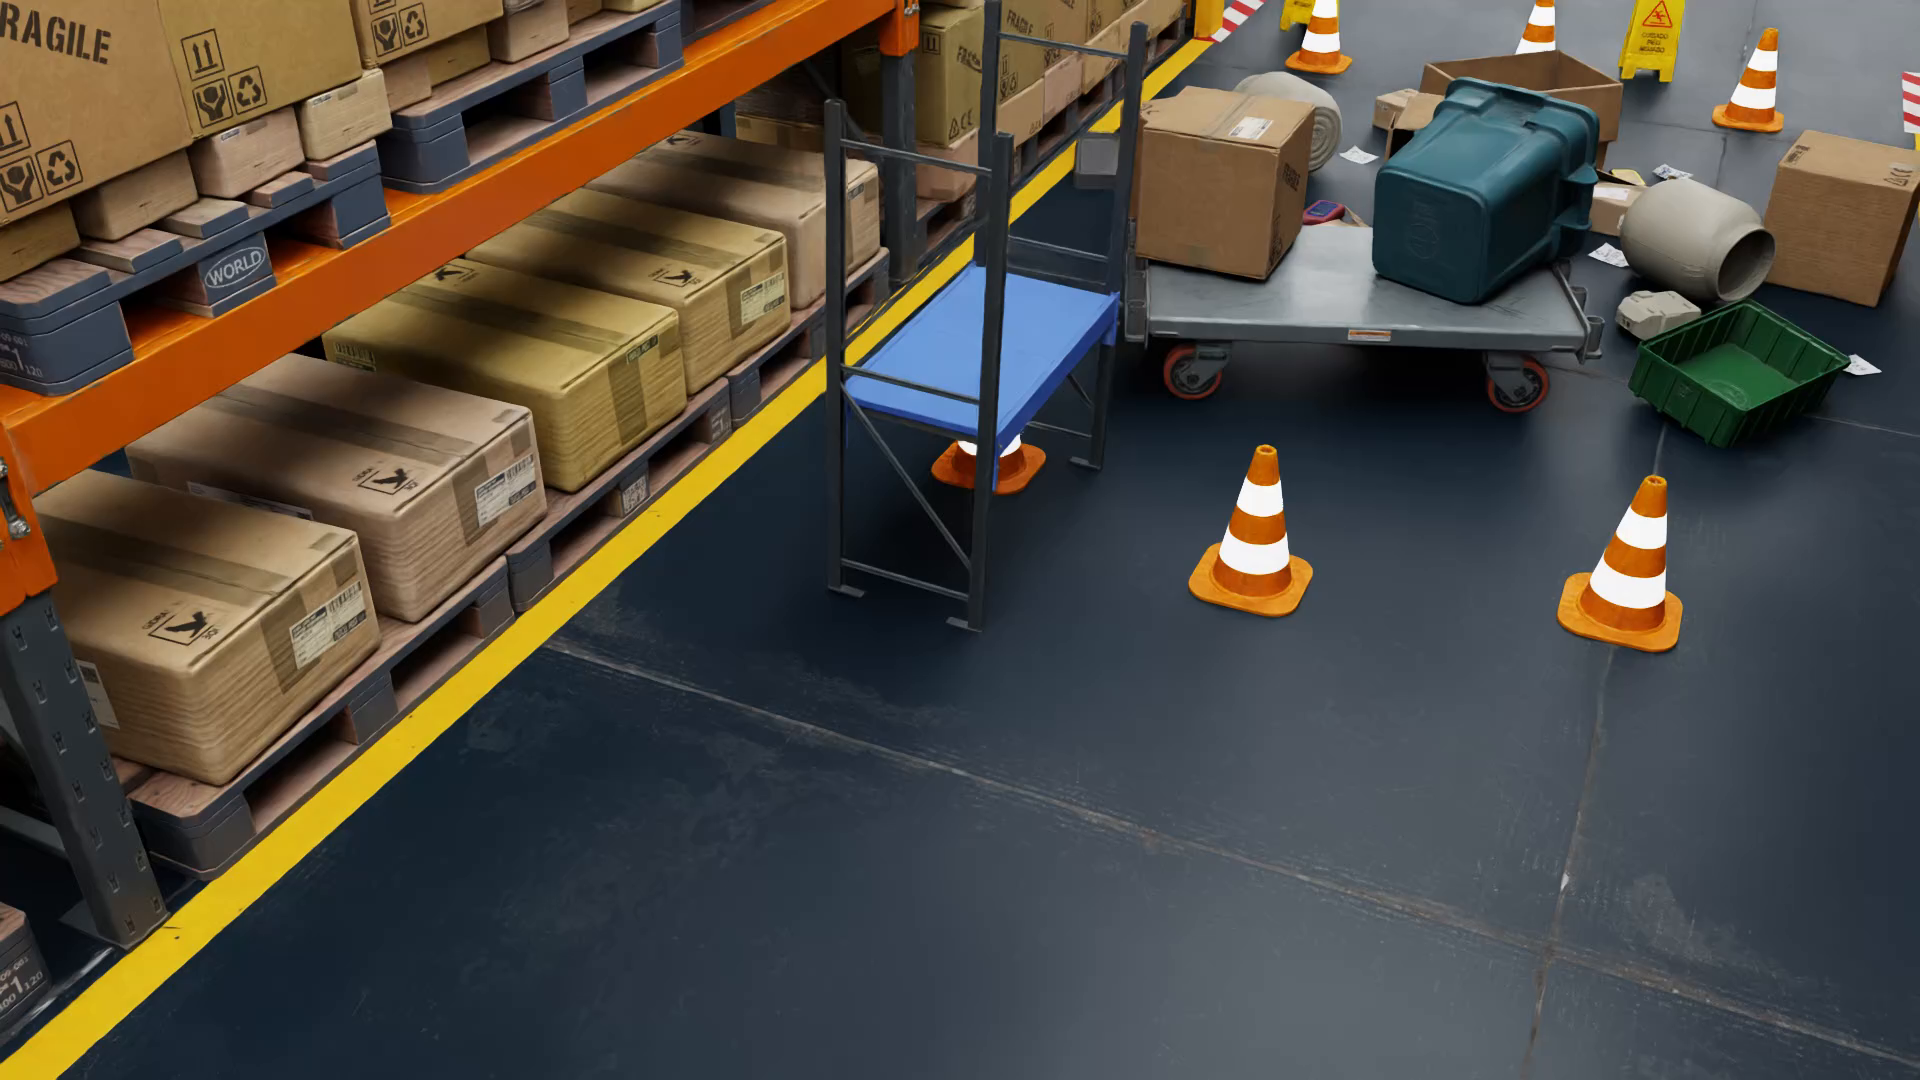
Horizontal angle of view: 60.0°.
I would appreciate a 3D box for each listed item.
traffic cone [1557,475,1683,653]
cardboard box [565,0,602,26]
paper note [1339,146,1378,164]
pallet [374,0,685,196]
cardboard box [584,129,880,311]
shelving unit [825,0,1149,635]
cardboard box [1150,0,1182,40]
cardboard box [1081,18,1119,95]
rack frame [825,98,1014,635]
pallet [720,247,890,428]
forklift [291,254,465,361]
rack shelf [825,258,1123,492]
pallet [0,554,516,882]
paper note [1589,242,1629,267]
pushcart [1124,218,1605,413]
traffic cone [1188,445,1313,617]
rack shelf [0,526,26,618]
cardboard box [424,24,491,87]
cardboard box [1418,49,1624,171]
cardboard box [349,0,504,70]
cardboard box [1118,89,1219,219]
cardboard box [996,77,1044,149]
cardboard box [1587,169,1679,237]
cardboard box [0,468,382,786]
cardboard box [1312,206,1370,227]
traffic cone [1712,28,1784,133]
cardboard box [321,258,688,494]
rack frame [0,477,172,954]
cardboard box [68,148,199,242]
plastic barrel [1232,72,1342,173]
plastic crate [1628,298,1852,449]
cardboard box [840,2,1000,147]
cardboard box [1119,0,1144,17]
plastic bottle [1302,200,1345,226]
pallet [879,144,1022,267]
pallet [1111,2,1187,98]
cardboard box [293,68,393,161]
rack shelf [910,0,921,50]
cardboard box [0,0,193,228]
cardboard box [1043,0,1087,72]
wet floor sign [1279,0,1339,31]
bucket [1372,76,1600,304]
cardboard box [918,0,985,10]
[{"bbox_3d":[1.951,0.023,4.793,0.336,0.463,0.334,14,36,20],"label":"traffic cone"},{"bbox_3d":[-1.263,-1.583,4.775,0.380,0.149,0.250,13,35,19],"label":"cardboard box"},{"bbox_3d":[1.940,-1.874,8.091,0.148,0.019,0.142,29,43,36],"label":"paper note"},{"bbox_3d":[-1.537,-1.368,4.775,1.003,0.211,1.213,14,36,20],"label":"pallet"},{"bbox_3d":[-0.872,-1.260,6.449,0.950,0.372,0.625,15,36,21],"label":"cardboard box"},{"bbox_3d":[0.073,-0.671,4.888,0.538,1.500,1.048,16,36,18],"label":"shelving unit"},{"bbox_3d":[0.915,-2.986,9.193,0.500,0.250,0.500,14,36,20],"label":"cardboard box"},{"bbox_3d":[0.487,-2.480,8.422,0.500,0.250,0.500,13,35,19],"label":"cardboard box"},{"bbox_3d":[-0.133,-0.417,4.499,0.500,1.500,0.032,16,36,18],"label":"rack frame"},{"bbox_3d":[-0.979,-0.890,6.416,1.003,0.211,1.213,14,36,20],"label":"pallet"},{"bbox_3d":[-3.480,-2.351,6.163,3.031,2.935,1.130,18,37,25],"label":"forklift"},{"bbox_3d":[0.066,-0.523,4.989,0.538,0.185,1.000,16,36,18],"label":"rack shelf"},{"bbox_3d":[-2.000,0.325,4.562,1.003,0.211,1.213,14,36,20],"label":"pallet"},{"bbox_3d":[2.790,-1.211,7.076,0.172,0.023,0.155,29,43,36],"label":"paper note"},{"bbox_3d":[1.437,-0.850,6.202,1.648,0.377,0.936,3,33,4],"label":"pushcart"},{"bbox_3d":[0.885,-0.071,4.937,0.336,0.463,0.334,14,36,20],"label":"traffic cone"},{"bbox_3d":[-3.165,0.844,1.883,1.077,0.370,4.000,14,36,20],"label":"rack shelf"},{"bbox_3d":[-1.472,-1.321,4.375,0.380,0.149,0.250,16,36,22],"label":"cardboard box"},{"bbox_3d":[2.583,-1.937,7.746,0.797,0.503,0.637,-9,34,-13],"label":"cardboard box"},{"bbox_3d":[-1.502,-1.493,4.045,0.500,0.500,0.500,15,36,21],"label":"cardboard box"},{"bbox_3d":[1.029,-1.622,7.265,0.500,0.500,0.500,-15,36,-21],"label":"cardboard box"},{"bbox_3d":[0.050,-1.971,7.645,0.500,0.250,0.500,16,37,23],"label":"cardboard box"},{"bbox_3d":[2.930,-1.495,7.287,0.396,0.266,0.258,21,39,28],"label":"cardboard box"},{"bbox_3d":[-2.083,0.192,4.236,0.950,0.372,0.625,12,35,17],"label":"cardboard box"},{"bbox_3d":[1.635,-1.215,6.860,0.258,0.266,0.396,-9,34,-13],"label":"cardboard box"},{"bbox_3d":[4.045,-2.352,8.415,0.336,0.463,0.334,14,36,20],"label":"traffic cone"},{"bbox_3d":[-1.459,-0.554,5.373,0.950,0.372,0.625,15,36,22],"label":"cardboard box"},{"bbox_3d":[-2.328,-0.453,3.205,1.000,3.000,0.127,14,36,20],"label":"rack frame"},{"bbox_3d":[-1.875,-0.775,3.543,0.380,0.149,0.250,12,35,18],"label":"cardboard box"},{"bbox_3d":[1.530,-1.983,7.889,0.421,0.421,0.512,-15,36,-21],"label":"plastic barrel"},{"bbox_3d":[2.766,-0.595,5.933,0.662,0.188,0.450,-21,49,-29],"label":"plastic crate"},{"bbox_3d":[-0.163,-2.016,7.030,0.500,0.500,0.500,16,36,23],"label":"cardboard box"},{"bbox_3d":[0.705,-3.057,8.617,0.500,0.500,0.500,16,36,22],"label":"cardboard box"},{"bbox_3d":[1.589,-1.428,7.373,0.133,0.061,0.283,21,39,28],"label":"plastic bottle"},{"bbox_3d":[-0.406,-1.621,7.530,1.003,0.211,1.213,14,36,20],"label":"pallet"},{"bbox_3d":[0.615,-2.836,9.383,1.003,0.211,1.213,14,36,20],"label":"pallet"},{"bbox_3d":[-1.584,-1.033,3.937,0.380,0.149,0.250,14,36,21],"label":"cardboard box"},{"bbox_3d":[0.182,-3.140,7.959,1.077,0.370,4.000,14,36,20],"label":"rack shelf"},{"bbox_3d":[-1.930,-0.965,3.241,0.500,0.500,0.500,13,35,19],"label":"cardboard box"},{"bbox_3d":[0.269,-2.543,7.834,0.500,0.500,0.500,16,37,23],"label":"cardboard box"},{"bbox_3d":[2.070,-3.301,9.696,0.267,0.644,0.232,29,43,36],"label":"wet floor sign"},{"bbox_3d":[1.846,-1.223,5.978,0.726,0.611,0.620,29,53,36],"label":"bucket"},{"bbox_3d":[-0.056,-2.336,6.926,0.380,0.149,0.250,15,36,21],"label":"cardboard box"}]
